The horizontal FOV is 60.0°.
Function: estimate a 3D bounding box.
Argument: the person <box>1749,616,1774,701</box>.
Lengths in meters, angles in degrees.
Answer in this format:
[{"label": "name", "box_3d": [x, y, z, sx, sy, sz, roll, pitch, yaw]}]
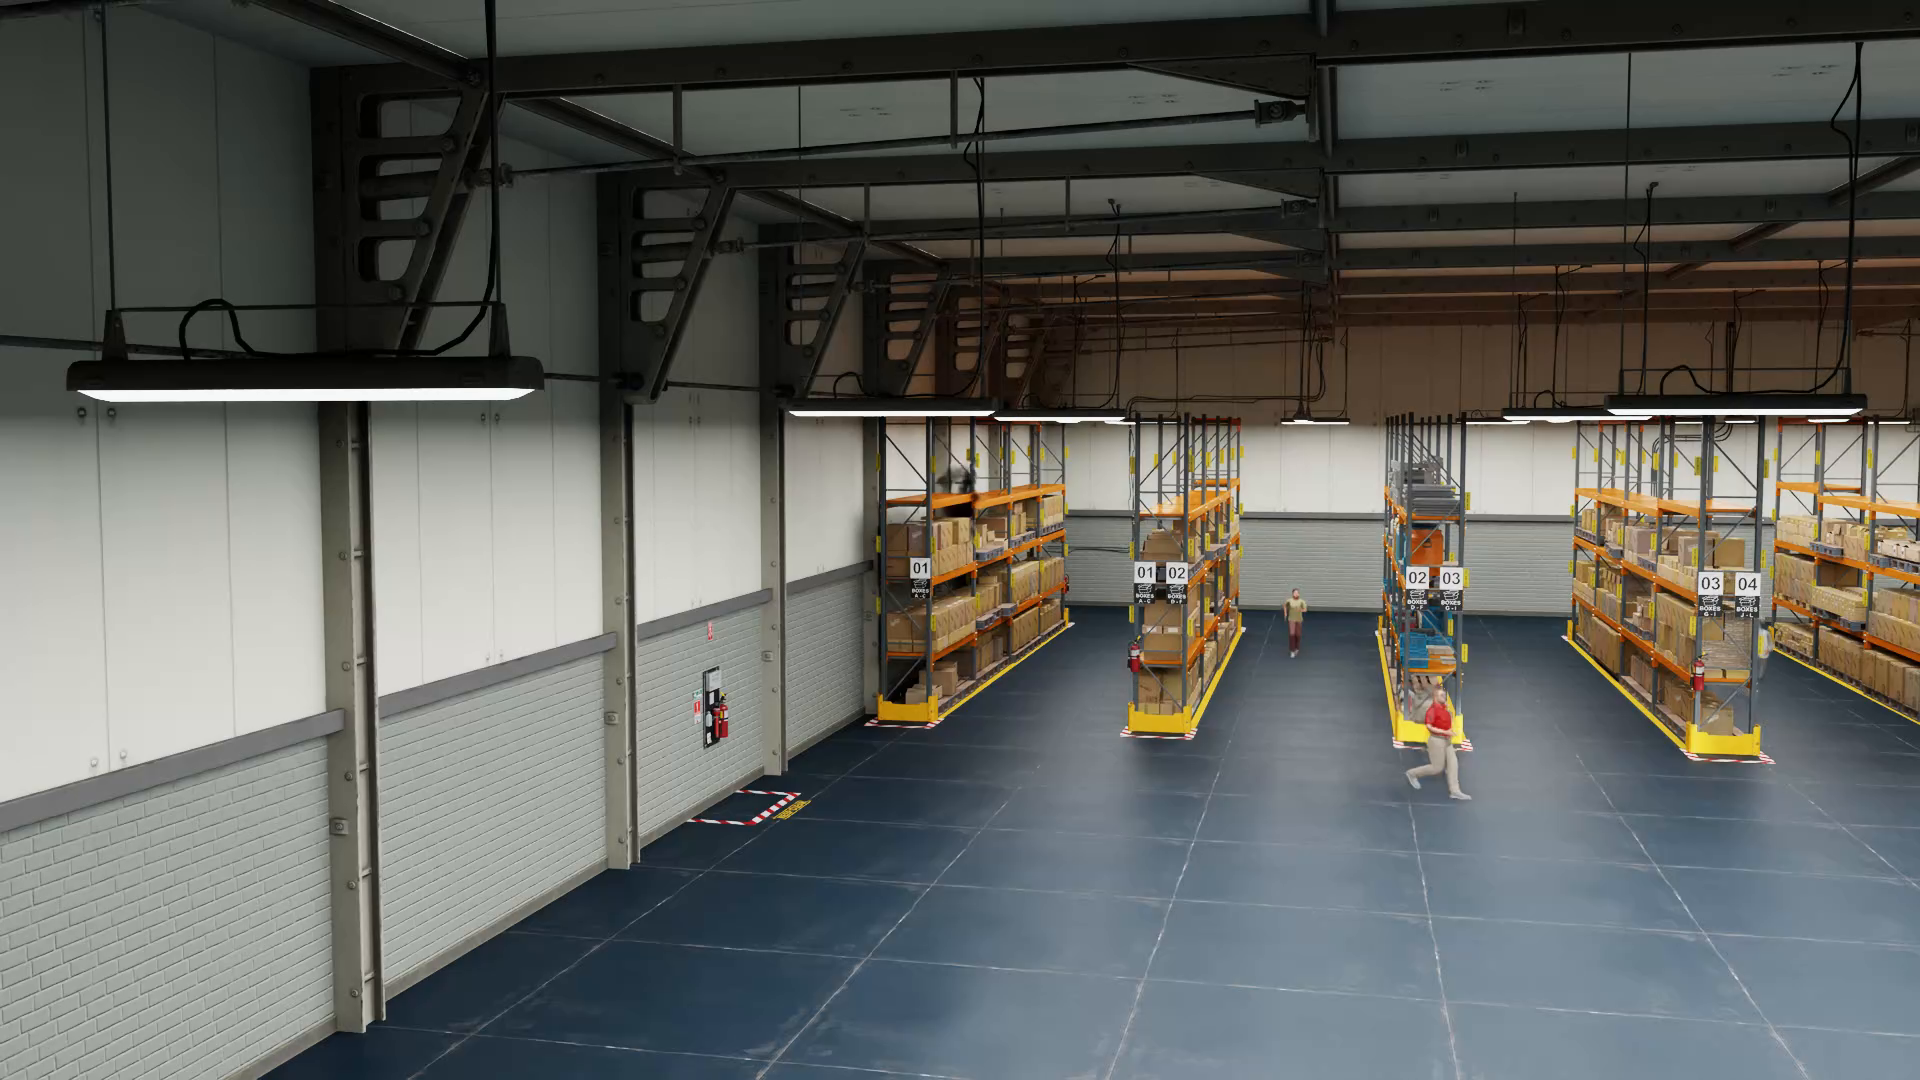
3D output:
[{"label": "person", "box_3d": [16.821, 2.471, 35.138, 0.669, 1.770, 0.833, 1, 4, 12]}]

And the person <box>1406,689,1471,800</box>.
[{"label": "person", "box_3d": [7.409, 3.133, 25.657, 0.992, 1.693, 0.678, 3, 5, 37]}]

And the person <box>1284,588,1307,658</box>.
[{"label": "person", "box_3d": [8.400, 2.066, 41.642, 0.549, 1.724, 0.775, 0, 4, 4]}]
